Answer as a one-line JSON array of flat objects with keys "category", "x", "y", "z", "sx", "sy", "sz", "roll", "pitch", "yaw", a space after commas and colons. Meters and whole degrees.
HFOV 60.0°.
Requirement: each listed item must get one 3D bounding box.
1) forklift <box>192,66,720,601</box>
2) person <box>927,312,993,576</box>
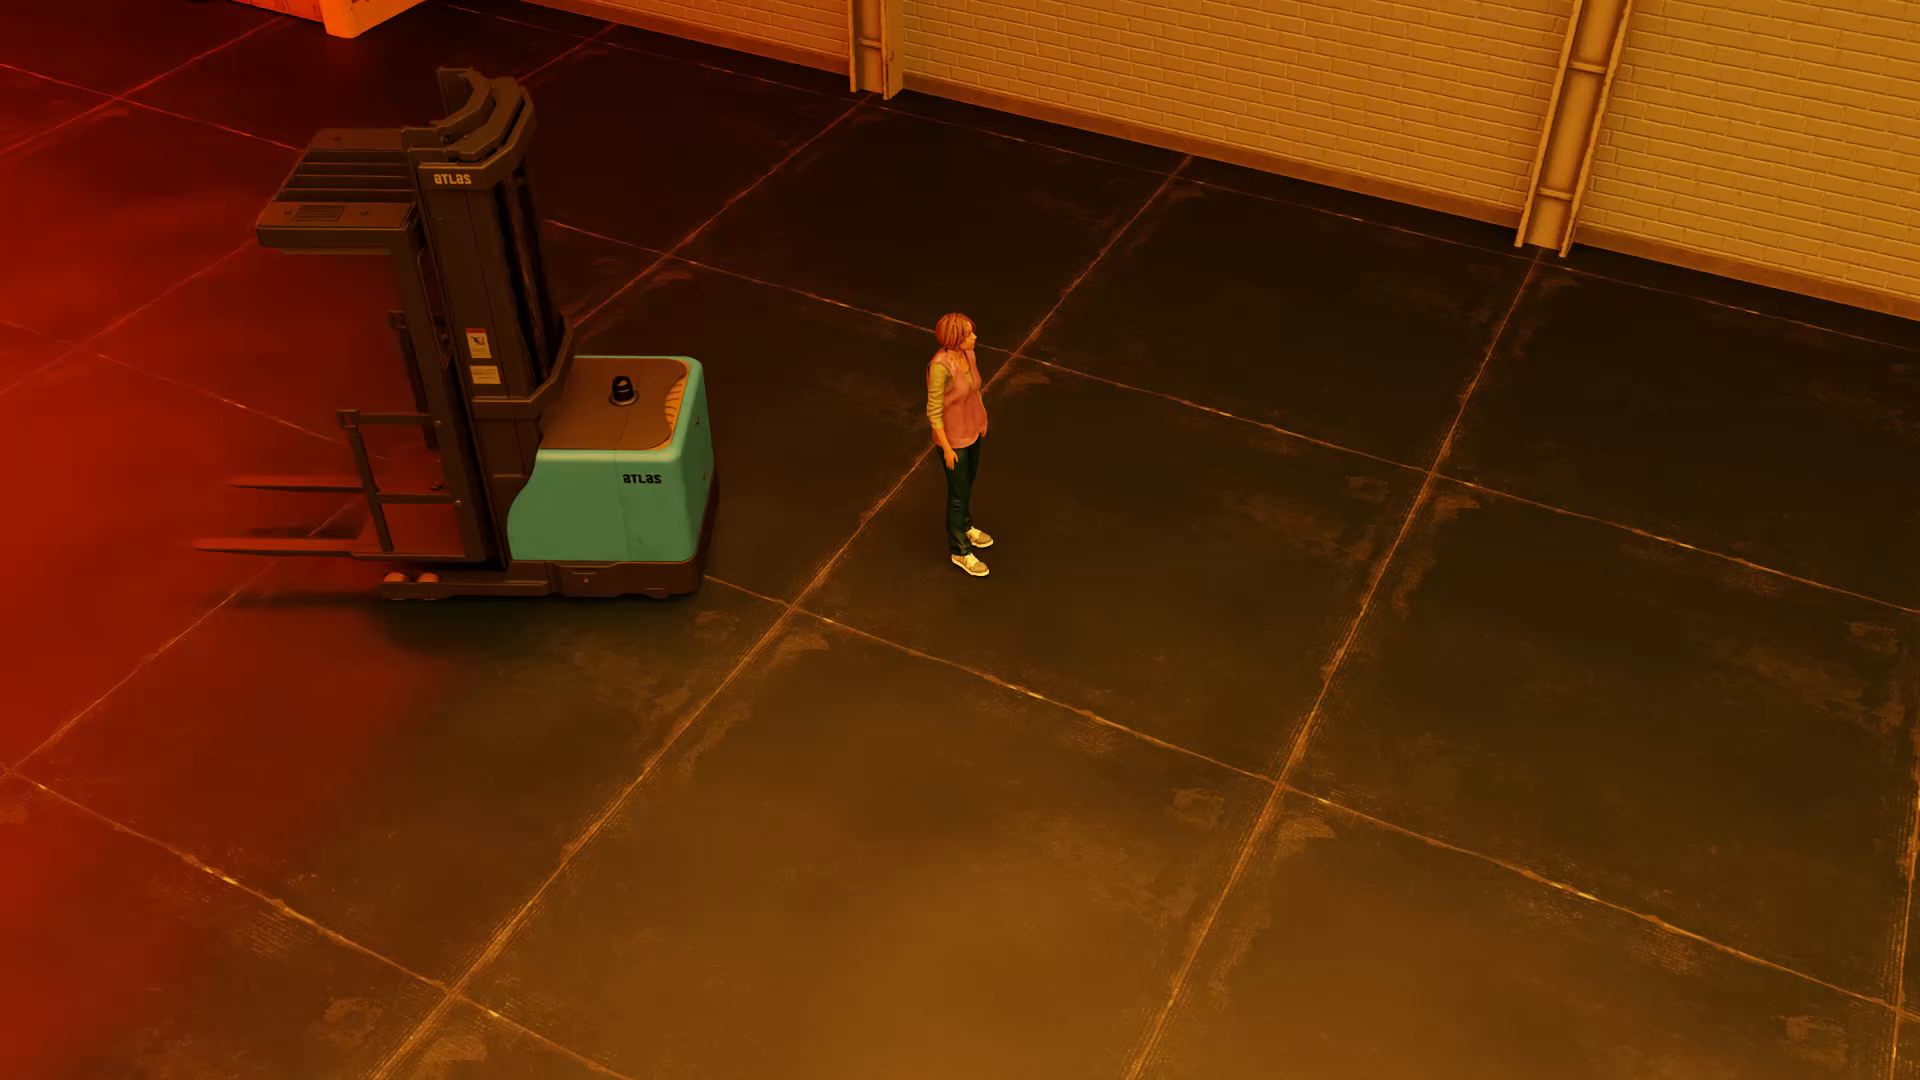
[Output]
[{"category": "forklift", "x": -3.039, "y": -1.103, "z": 9.296, "sx": 3.031, "sy": 2.935, "sz": 1.130, "roll": 1, "pitch": 40, "yaw": 1}, {"category": "person", "x": 0.059, "y": -0.581, "z": 9.712, "sx": 0.475, "sy": 1.582, "sz": 0.520, "roll": 18, "pitch": 43, "yaw": 21}]
